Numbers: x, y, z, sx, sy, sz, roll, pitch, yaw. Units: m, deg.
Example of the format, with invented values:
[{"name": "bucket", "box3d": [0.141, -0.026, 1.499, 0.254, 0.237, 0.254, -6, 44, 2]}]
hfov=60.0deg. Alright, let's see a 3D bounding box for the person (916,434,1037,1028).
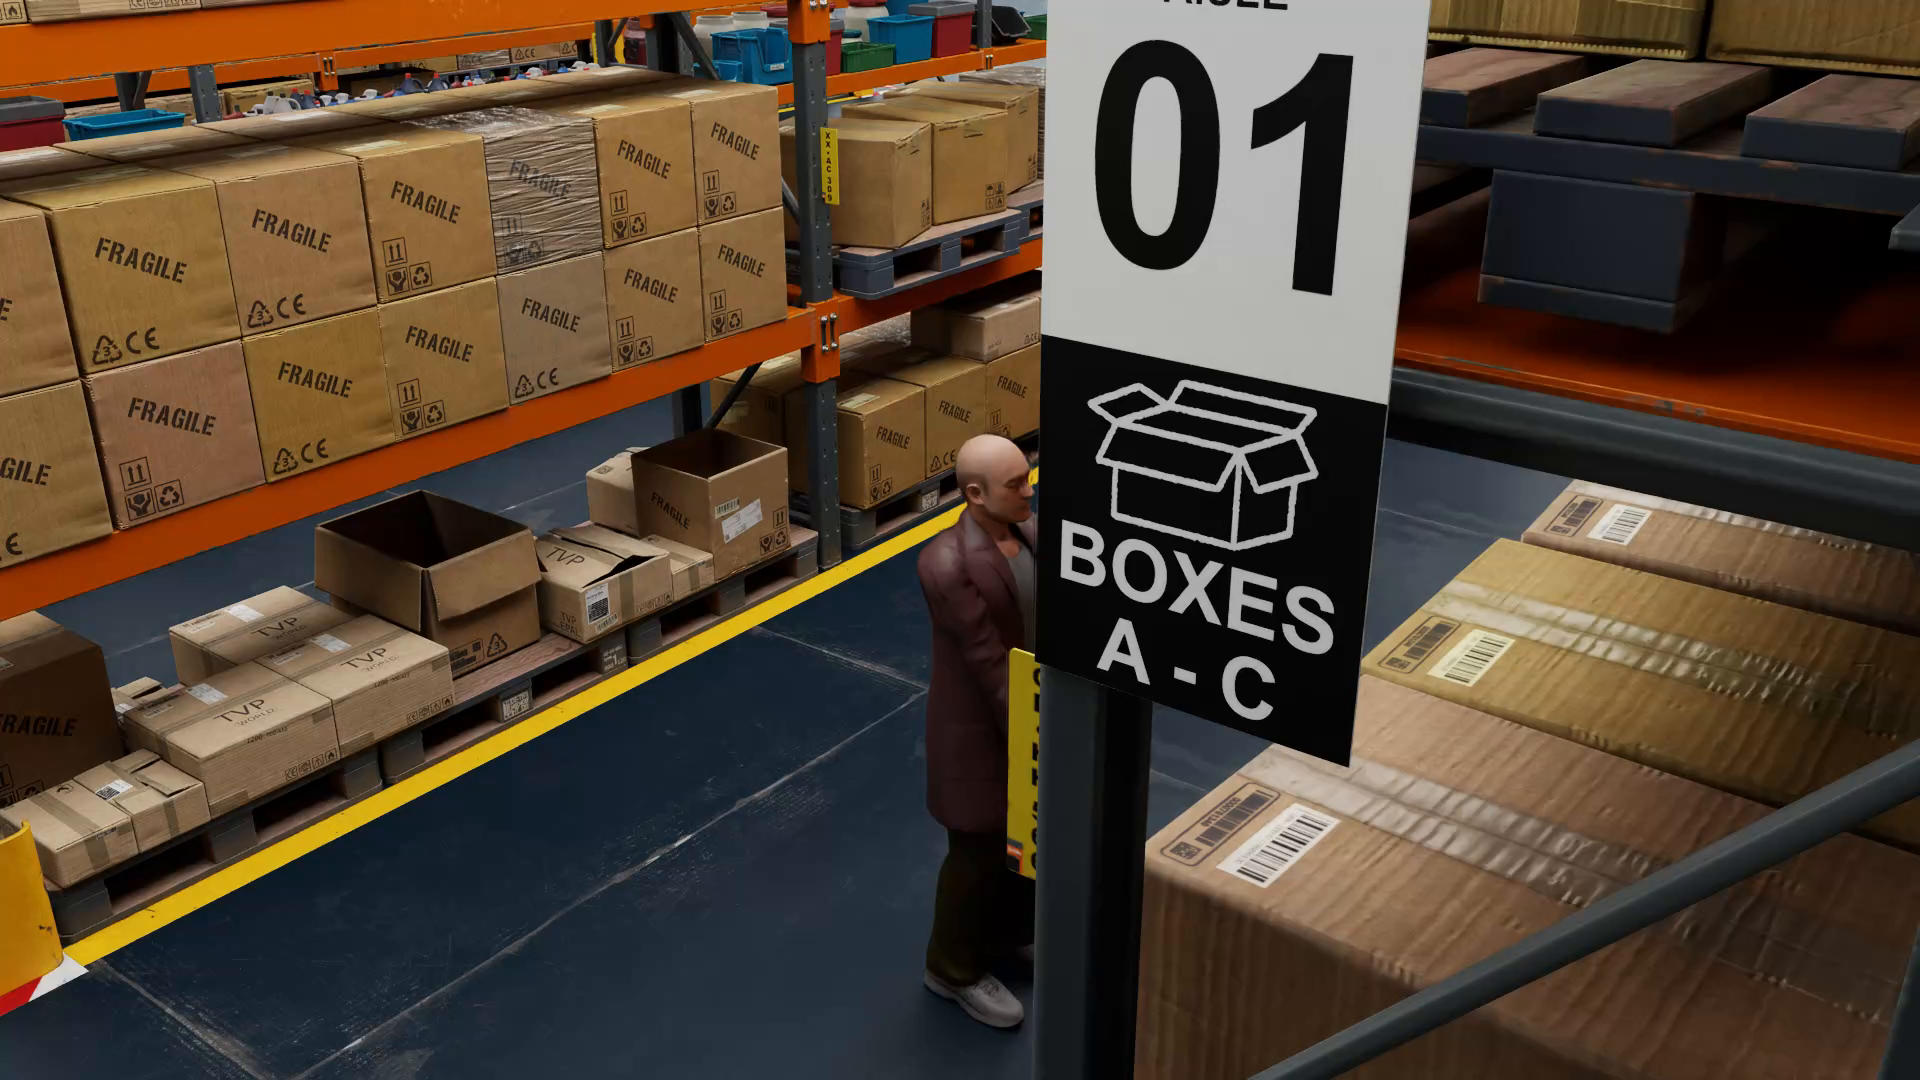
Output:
[{"name": "person", "box3d": [0.184, 0.571, 4.787, 0.556, 1.780, 0.526, 16, 28, 33]}]
